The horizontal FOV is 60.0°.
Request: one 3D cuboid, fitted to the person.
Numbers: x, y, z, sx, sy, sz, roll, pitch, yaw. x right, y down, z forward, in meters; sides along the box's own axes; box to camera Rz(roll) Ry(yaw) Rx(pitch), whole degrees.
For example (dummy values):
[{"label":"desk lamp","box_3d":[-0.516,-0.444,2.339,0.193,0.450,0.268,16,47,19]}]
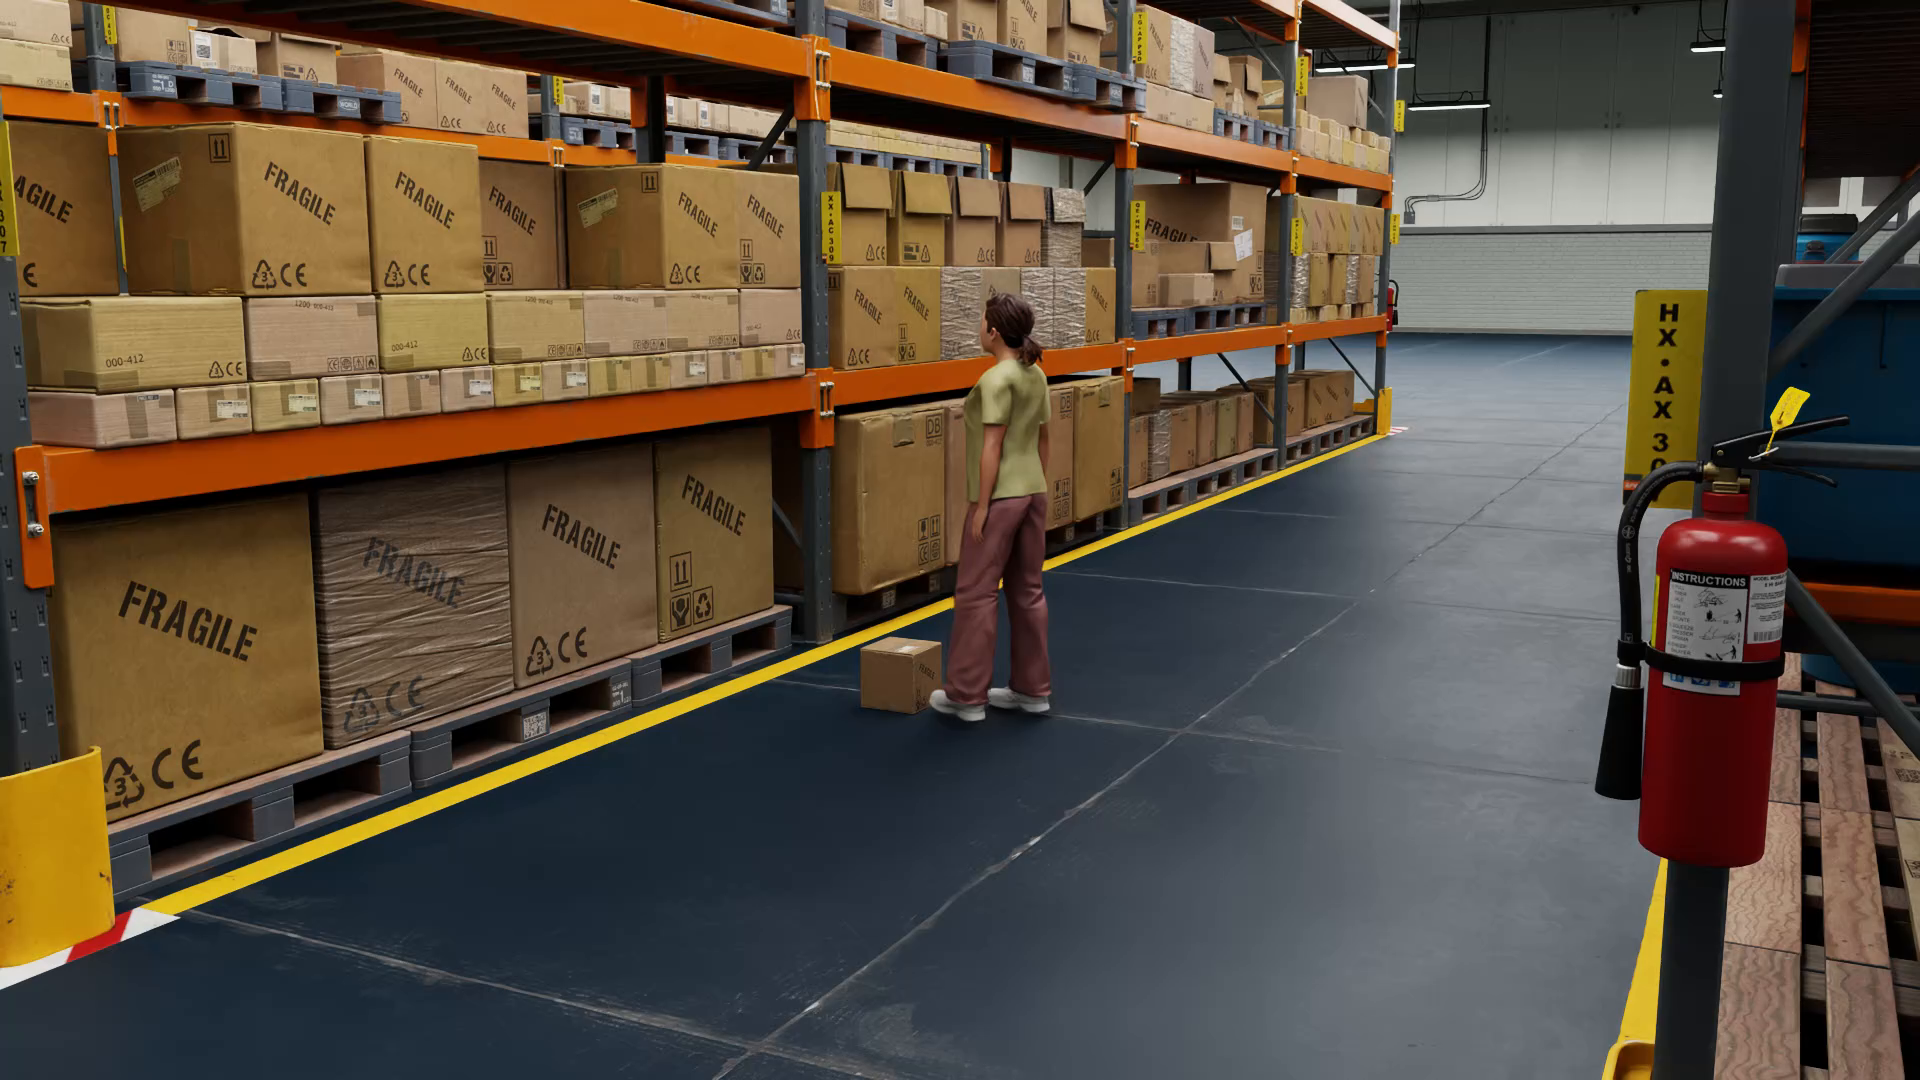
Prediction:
[{"label":"person","box_3d":[0.127,-0.135,6.590,0.442,1.674,0.491,6,11,34]}]
